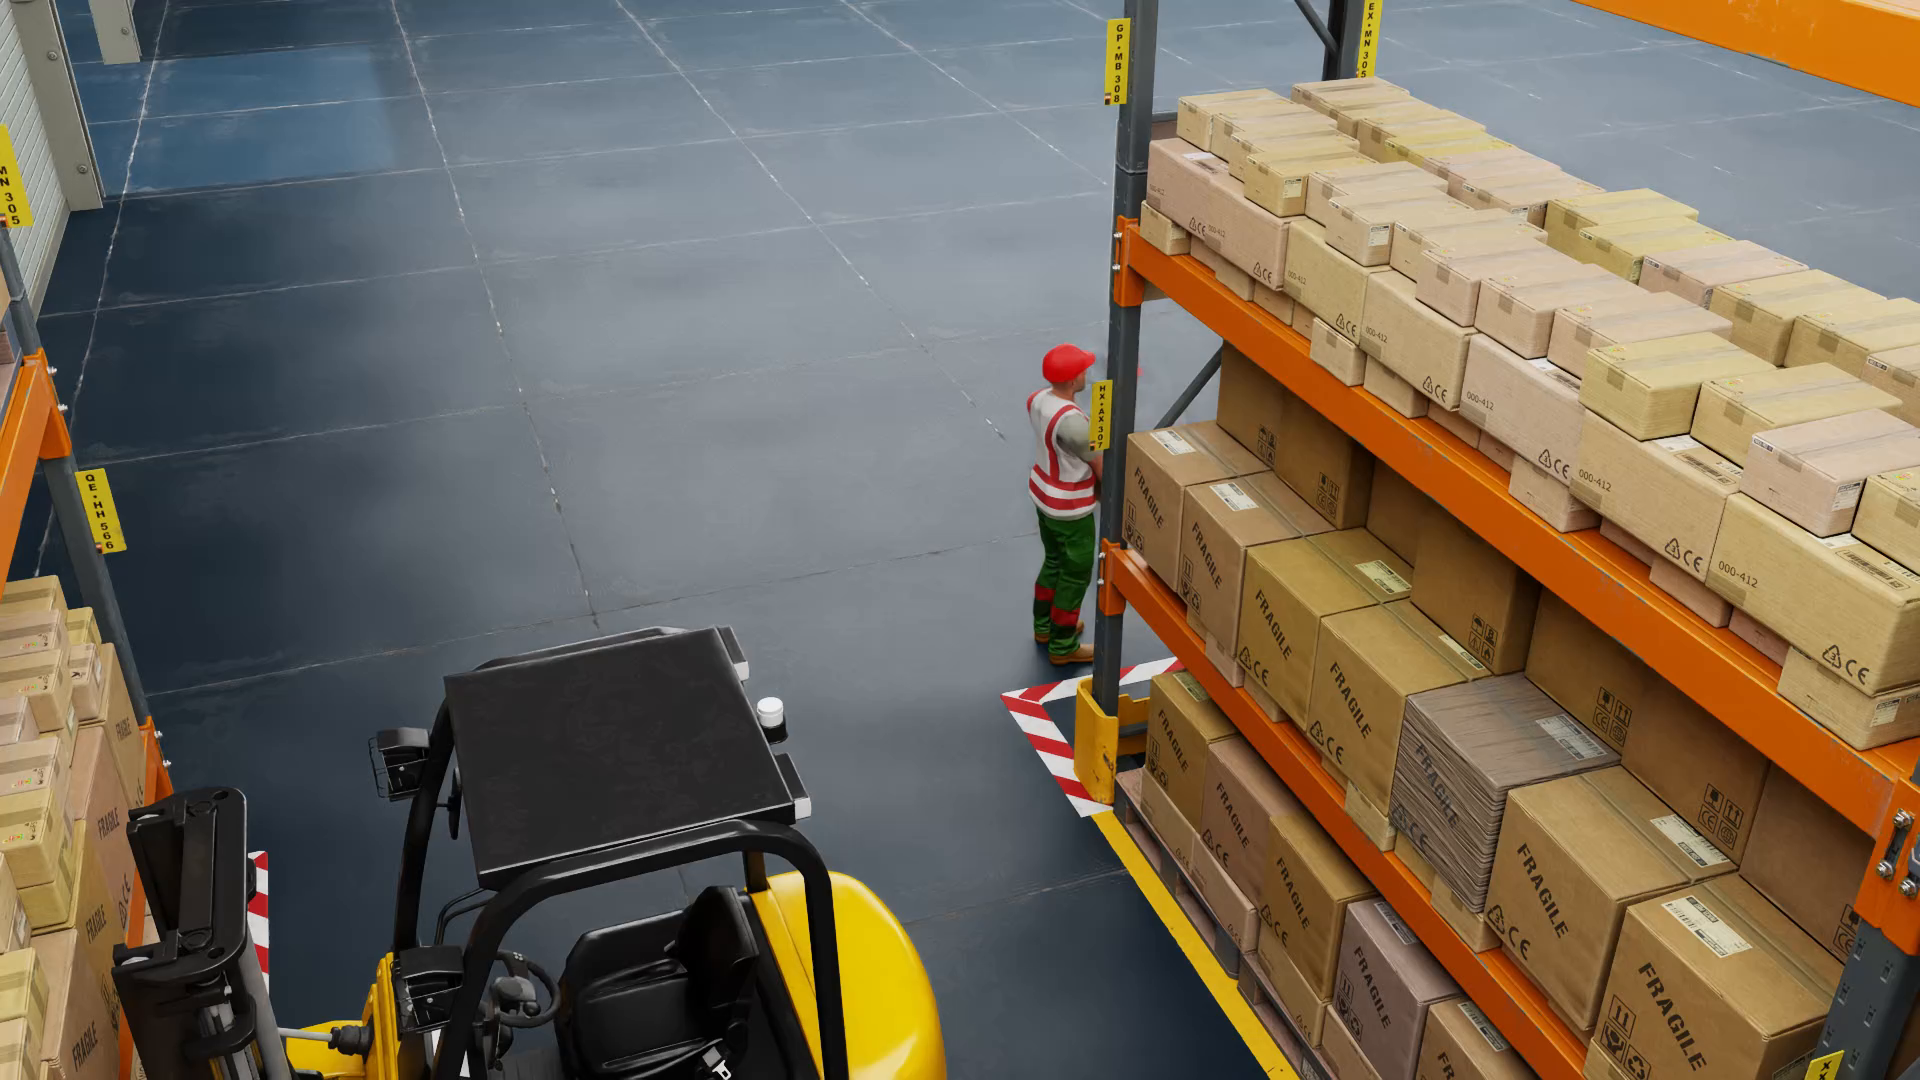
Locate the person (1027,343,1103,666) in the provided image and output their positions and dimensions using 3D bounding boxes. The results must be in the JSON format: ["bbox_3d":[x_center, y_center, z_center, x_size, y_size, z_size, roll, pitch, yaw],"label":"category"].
[{"bbox_3d":[0.645,-0.211,8.695,0.559,1.786,0.495,-10,31,-18],"label":"person"}]
